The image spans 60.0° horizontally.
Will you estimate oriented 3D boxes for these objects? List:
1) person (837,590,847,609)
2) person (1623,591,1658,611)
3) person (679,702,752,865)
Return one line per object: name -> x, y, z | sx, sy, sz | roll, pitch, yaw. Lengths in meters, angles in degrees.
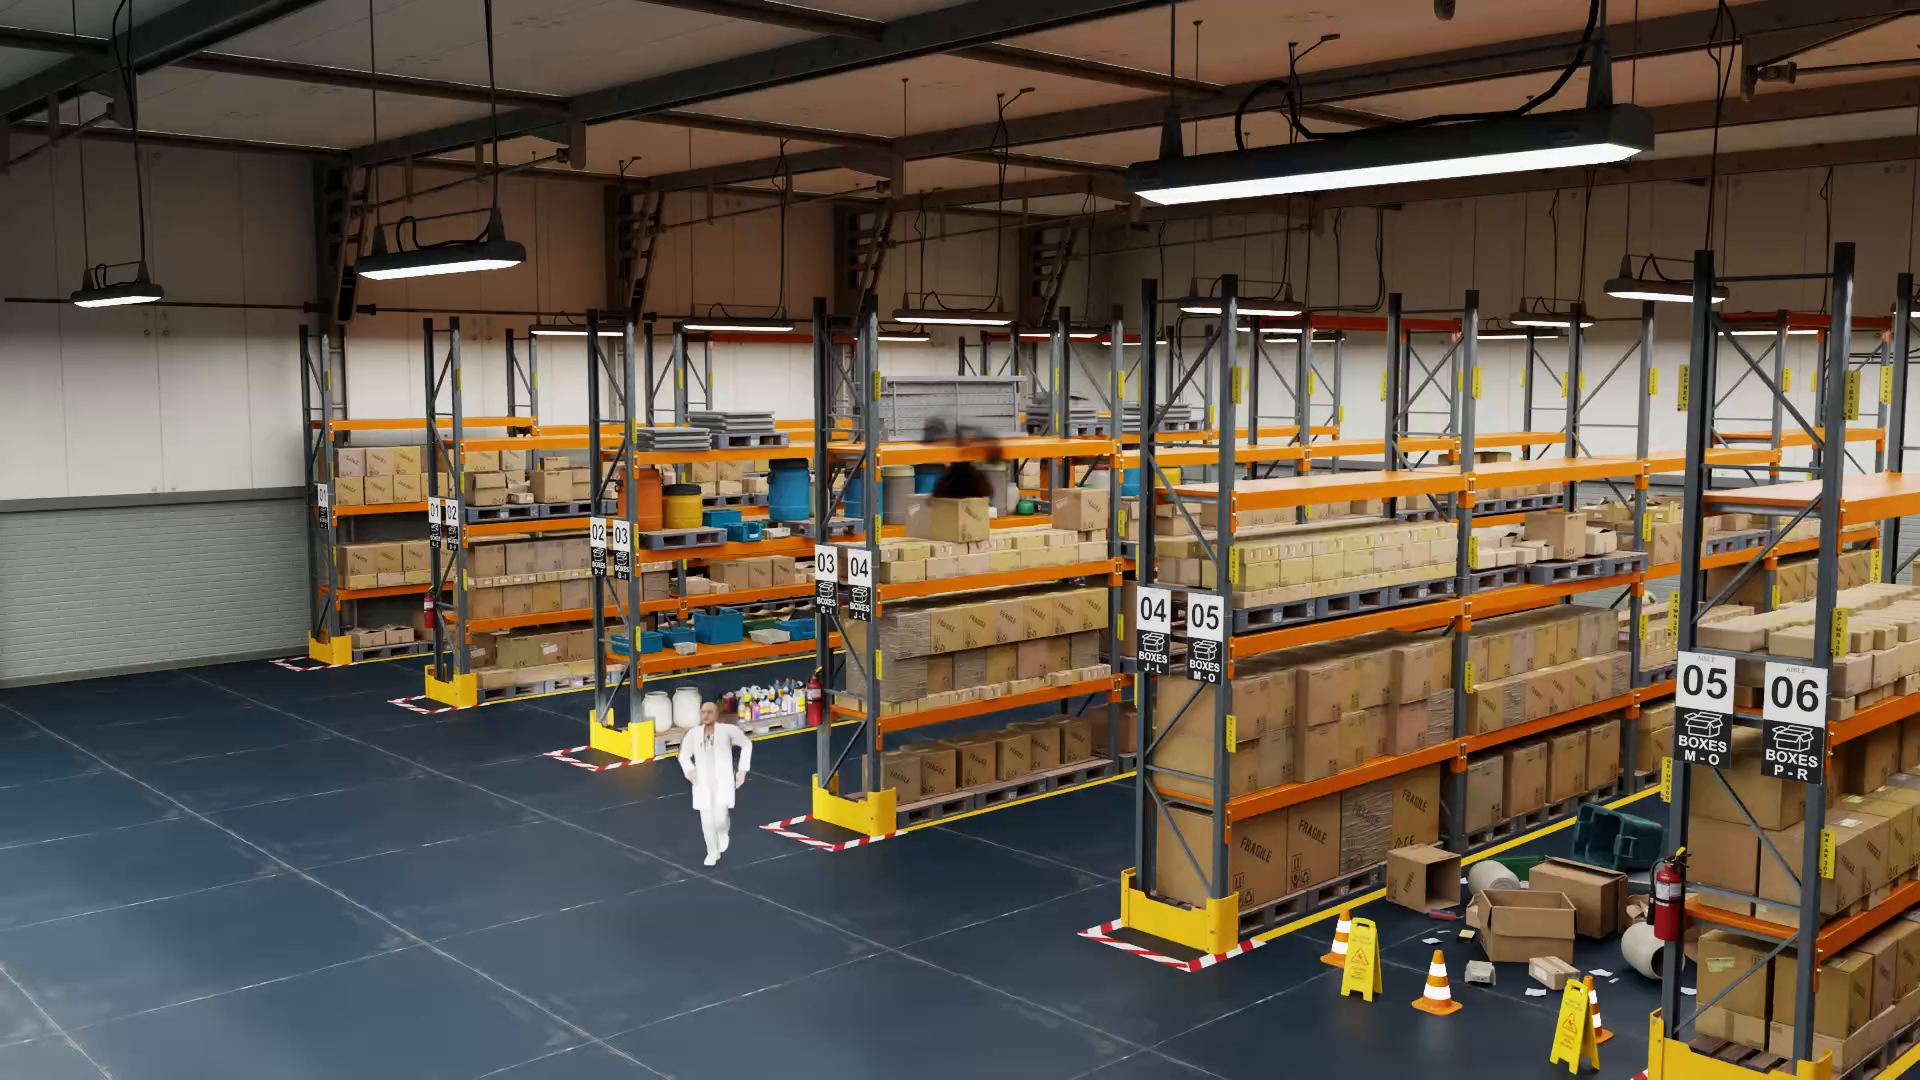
person -> -2.472, 0.927, 33.332 | 0.799, 1.763, 0.691 | -5, 8, -42
person -> 11.937, 1.444, 29.094 | 0.641, 1.576, 0.561 | 1, 6, 13
person -> -2.563, 2.547, 17.259 | 0.734, 1.732, 0.671 | 0, 6, 4
